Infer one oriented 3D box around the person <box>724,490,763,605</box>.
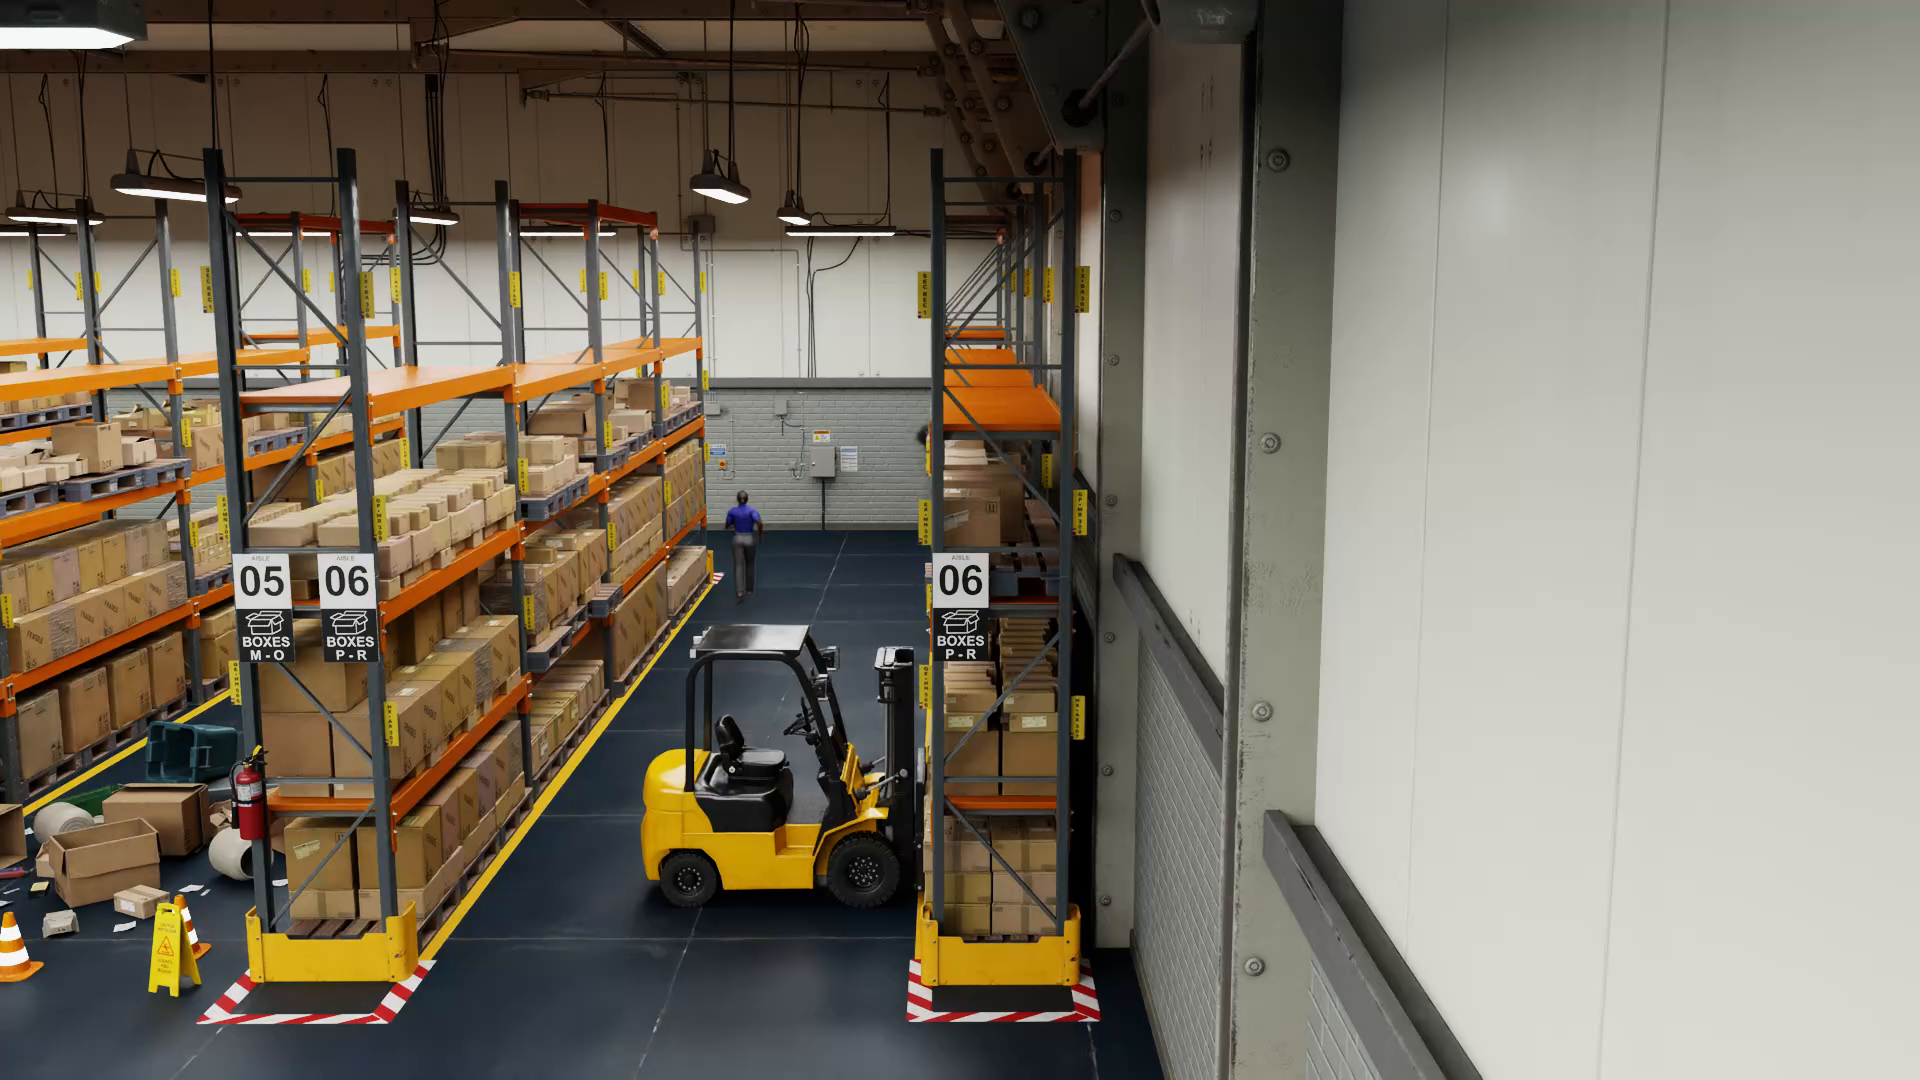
[{"bbox_3d":[-3.219,0.090,24.784,0.572,1.691,0.869,-1,9,-7],"label":"person"}]
